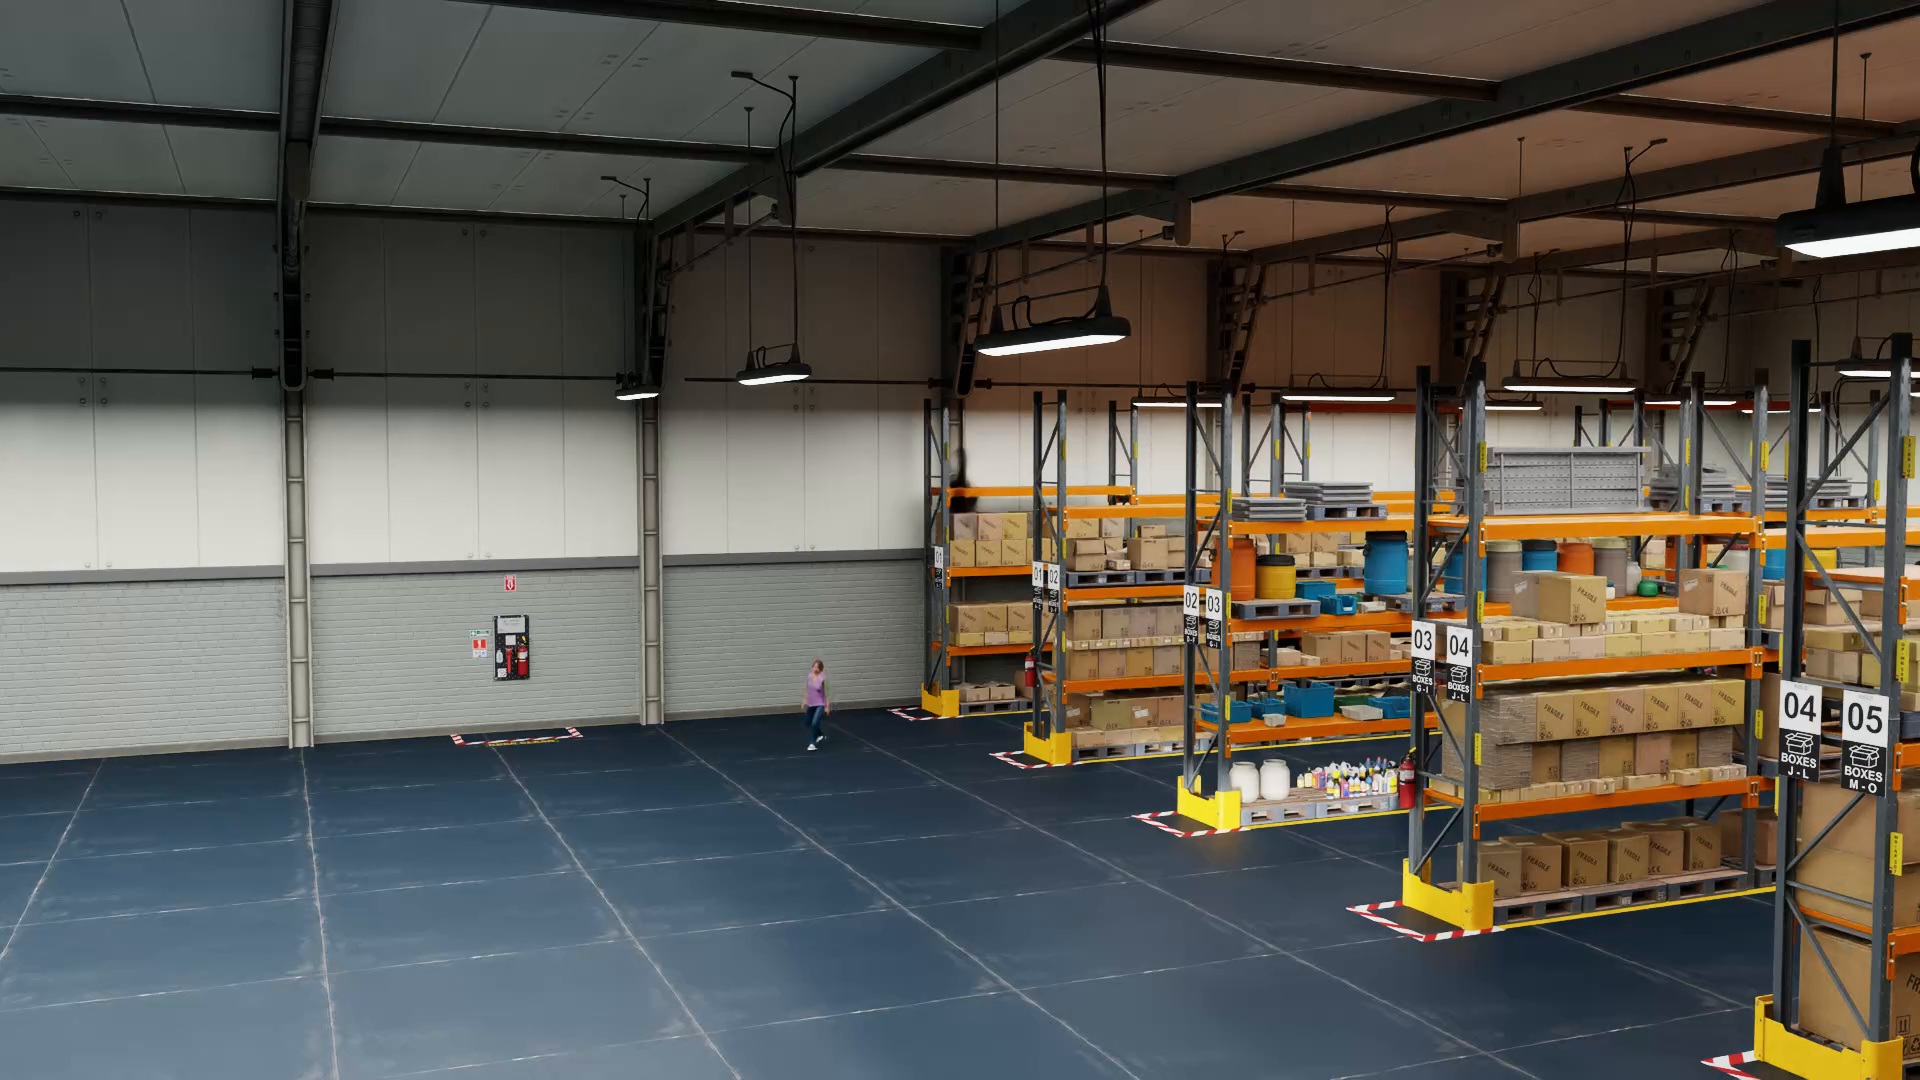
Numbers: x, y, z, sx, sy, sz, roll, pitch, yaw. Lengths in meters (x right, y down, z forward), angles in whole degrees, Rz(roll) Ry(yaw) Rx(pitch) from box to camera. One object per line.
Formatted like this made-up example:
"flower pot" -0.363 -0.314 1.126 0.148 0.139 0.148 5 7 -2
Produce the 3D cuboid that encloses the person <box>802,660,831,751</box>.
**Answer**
"person" -2.407 2.747 27.962 0.654 1.517 0.653 2 4 30
